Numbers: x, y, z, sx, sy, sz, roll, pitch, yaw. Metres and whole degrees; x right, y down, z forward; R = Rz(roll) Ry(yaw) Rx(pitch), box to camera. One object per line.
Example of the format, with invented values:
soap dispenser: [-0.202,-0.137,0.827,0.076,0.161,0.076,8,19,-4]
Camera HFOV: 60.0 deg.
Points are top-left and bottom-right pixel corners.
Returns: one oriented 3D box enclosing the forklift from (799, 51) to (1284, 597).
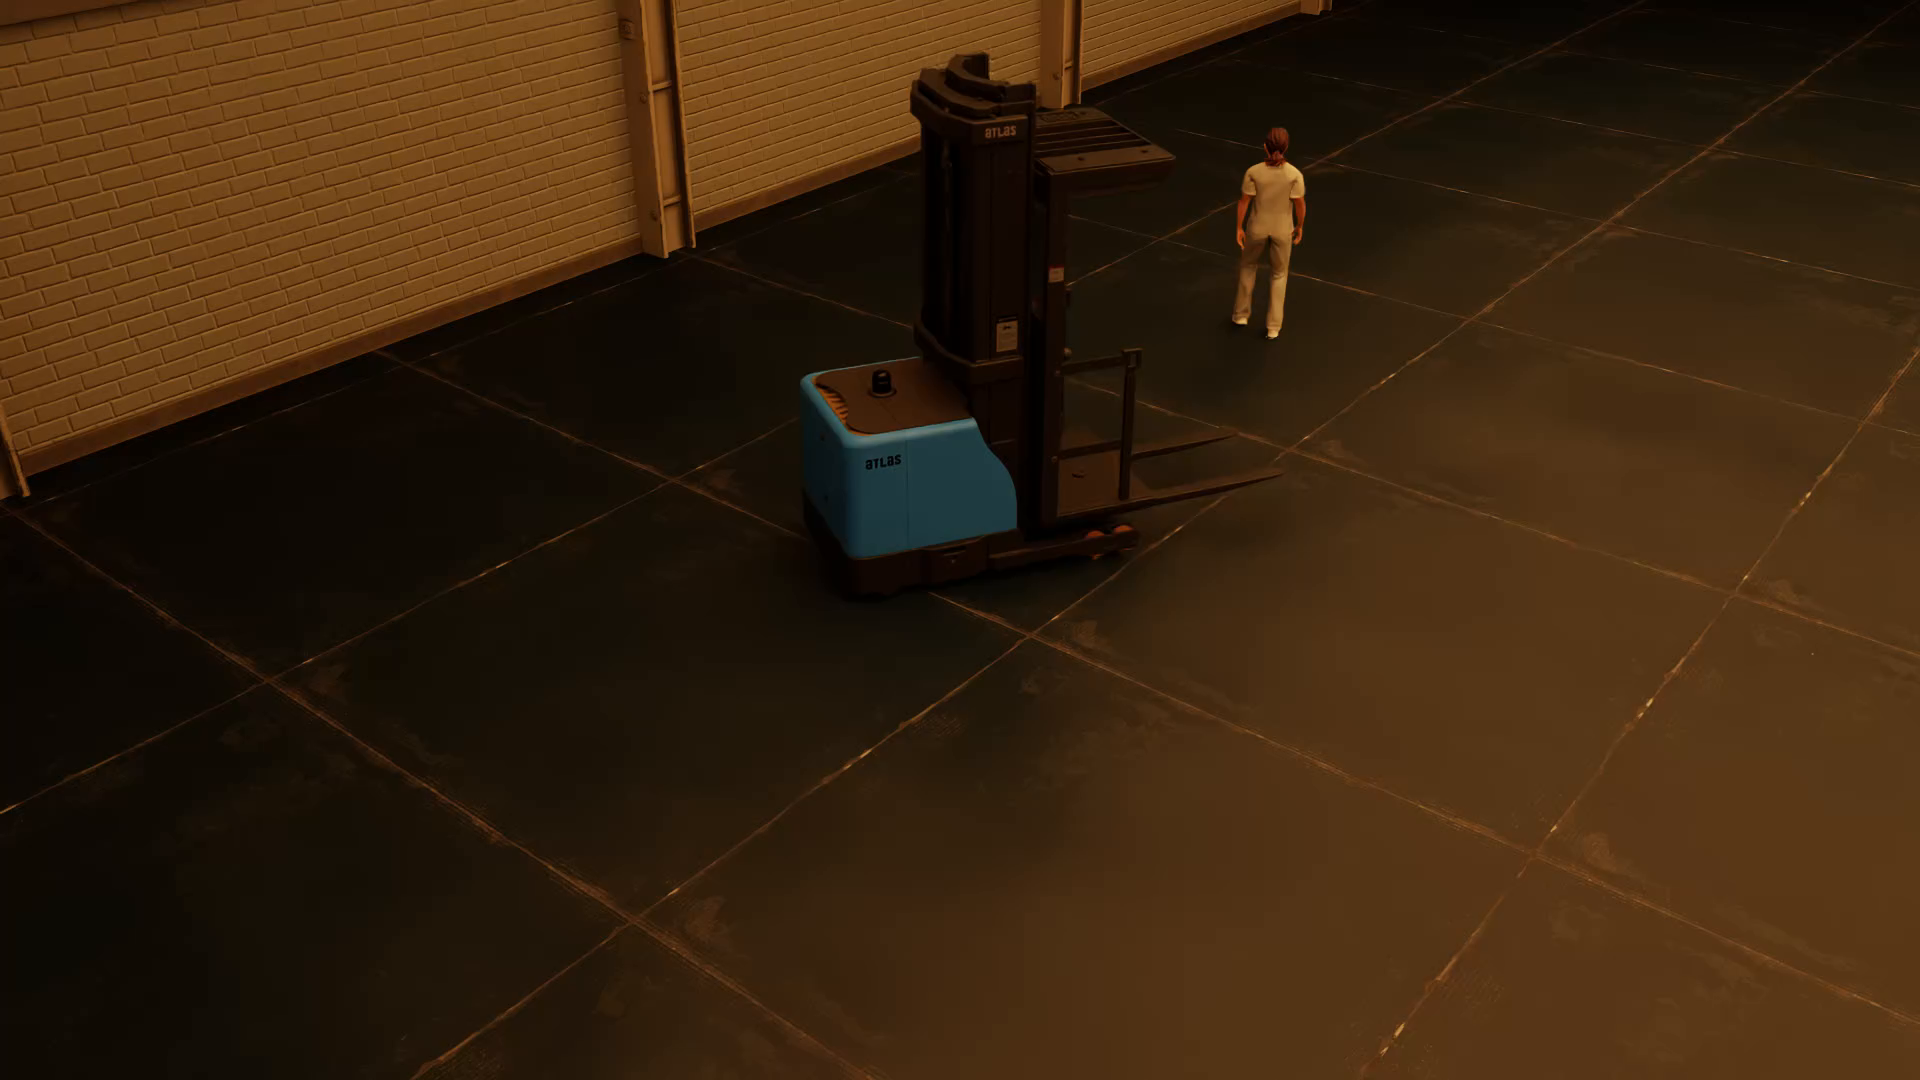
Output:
forklift: [0.578,-1.390,9.973,3.031,2.935,1.130,-11,32,-18]

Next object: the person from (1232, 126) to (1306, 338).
person: [2.425,-2.415,13.033,0.522,1.702,0.506,6,31,10]
